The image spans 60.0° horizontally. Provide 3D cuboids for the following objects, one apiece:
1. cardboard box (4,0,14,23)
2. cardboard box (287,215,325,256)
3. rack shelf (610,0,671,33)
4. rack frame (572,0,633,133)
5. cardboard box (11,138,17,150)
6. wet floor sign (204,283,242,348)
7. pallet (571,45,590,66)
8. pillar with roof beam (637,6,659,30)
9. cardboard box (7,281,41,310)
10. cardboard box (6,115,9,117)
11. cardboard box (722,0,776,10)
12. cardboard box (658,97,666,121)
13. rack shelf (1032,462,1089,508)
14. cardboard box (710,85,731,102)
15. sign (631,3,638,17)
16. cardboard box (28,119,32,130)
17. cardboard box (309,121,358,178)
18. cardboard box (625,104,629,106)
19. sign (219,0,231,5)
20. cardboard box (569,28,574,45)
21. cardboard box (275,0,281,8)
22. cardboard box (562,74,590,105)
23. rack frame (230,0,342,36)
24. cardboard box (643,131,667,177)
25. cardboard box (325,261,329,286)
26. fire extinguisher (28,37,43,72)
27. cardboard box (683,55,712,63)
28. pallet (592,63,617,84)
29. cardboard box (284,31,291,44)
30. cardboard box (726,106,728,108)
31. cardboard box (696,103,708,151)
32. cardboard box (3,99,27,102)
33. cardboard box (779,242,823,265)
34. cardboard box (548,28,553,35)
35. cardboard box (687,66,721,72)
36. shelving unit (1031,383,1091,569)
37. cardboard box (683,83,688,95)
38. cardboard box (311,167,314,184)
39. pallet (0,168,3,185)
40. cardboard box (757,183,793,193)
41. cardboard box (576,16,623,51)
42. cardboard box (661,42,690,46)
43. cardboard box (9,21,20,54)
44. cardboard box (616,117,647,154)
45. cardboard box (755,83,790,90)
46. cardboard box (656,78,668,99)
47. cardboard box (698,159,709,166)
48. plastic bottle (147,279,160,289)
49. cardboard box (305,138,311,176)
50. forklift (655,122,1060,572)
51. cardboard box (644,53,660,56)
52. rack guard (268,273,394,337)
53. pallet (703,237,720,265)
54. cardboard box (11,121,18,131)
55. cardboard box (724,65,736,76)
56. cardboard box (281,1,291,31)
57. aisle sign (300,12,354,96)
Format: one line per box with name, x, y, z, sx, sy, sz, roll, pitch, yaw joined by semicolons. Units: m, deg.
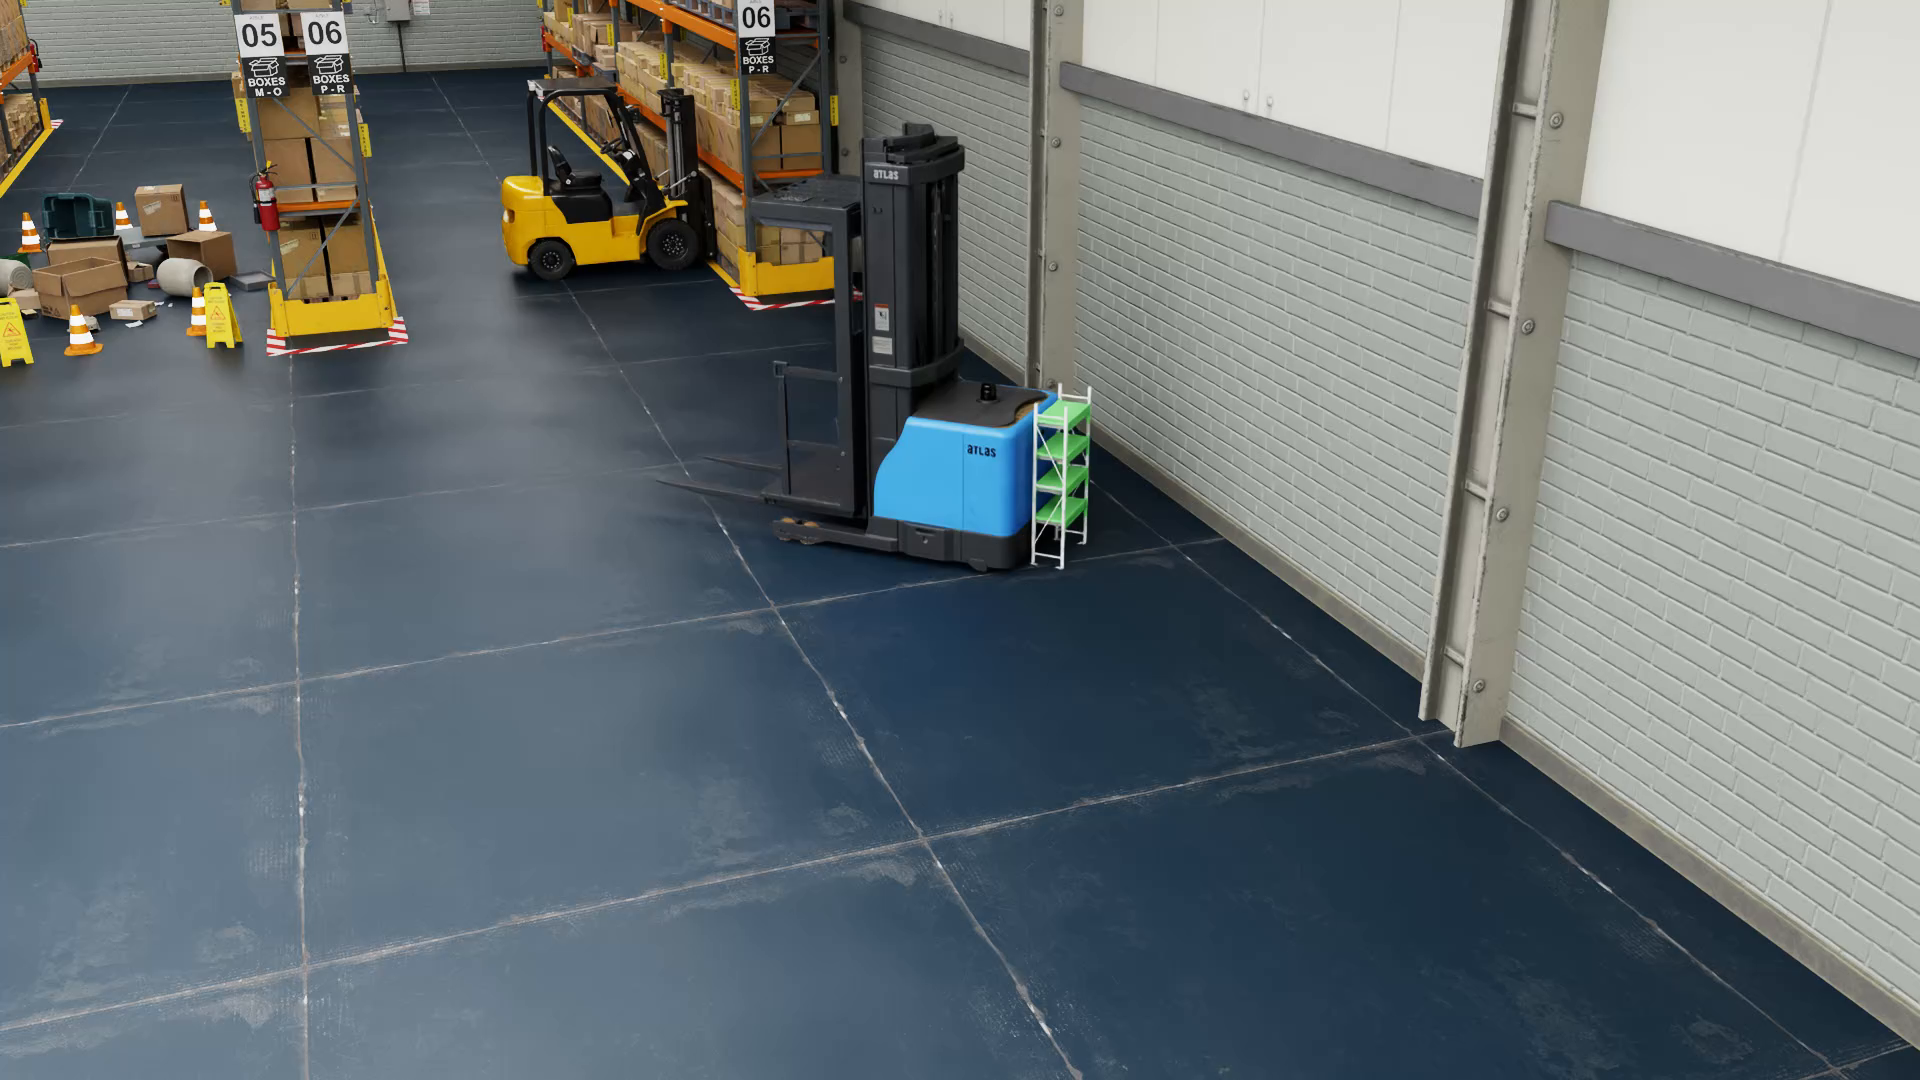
cardboard box;-16.053;-8.832;27.544;0.500;0.500;0.500;-7;24;-16
cardboard box;-7.285;-3.311;18.278;0.500;0.500;0.500;-7;24;-17
rack shelf;-4.048;-7.508;23.265;1.077;0.370;4.000;-8;24;-19
rack frame;-6.168;-8.637;28.880;1.000;3.000;0.127;-8;24;-19
cardboard box;-15.233;-6.295;26.454;0.380;0.149;0.250;-9;25;-21
wet floor sign;-7.505;-2.294;16.862;0.267;0.644;0.232;0;23;-1
pallet;-5.988;-8.243;28.193;1.003;0.211;1.213;-8;24;-19
pillar with roof beam;-9.598;-11.188;27.208;9.100;9.000;0.400;-8;24;-19
cardboard box;-10.249;-2.700;18.315;0.396;0.266;0.258;-4;23;-10
cardboard box;-15.510;-6.740;26.743;0.380;0.149;0.250;-9;24;-20
cardboard box;-2.313;-6.072;18.135;0.500;0.500;0.500;-8;24;-17
cardboard box;-3.764;-5.809;22.362;0.500;0.250;0.500;-8;24;-18
rack shelf;0.718;-0.393;11.802;0.258;0.148;0.480;9;25;21
cardboard box;-2.700;-5.217;19.419;0.380;0.149;0.250;-8;24;-18
sign;-5.650;-9.248;28.839;0.100;0.325;0.005;-8;24;-19
cardboard box;-15.991;-7.050;28.245;0.380;0.149;0.250;-9;25;-21
cardboard box;-6.665;-4.176;17.783;0.500;0.500;0.500;-8;24;-17
cardboard box;-5.343;-6.866;26.520;0.380;0.149;0.250;-9;25;-21
sign;-7.097;-5.316;15.999;0.100;0.325;0.005;-8;24;-19
cardboard box;-6.576;-8.857;29.211;0.500;0.250;0.500;-8;24;-18
cardboard box;-7.022;-5.410;16.658;0.380;0.149;0.250;-8;24;-18
cardboard box;-7.095;-8.375;30.937;0.500;0.500;0.500;-8;24;-18
rack frame;-6.571;-6.359;15.751;1.000;3.000;0.127;-8;24;-19
cardboard box;-4.071;-5.574;24.129;0.875;0.625;0.625;-9;25;-21
cardboard box;-7.284;-2.967;18.427;0.500;0.250;0.500;-8;24;-19
fire extinguisher;-16.476;-8.640;29.466;0.296;0.674;0.183;-8;24;-19
cardboard box;-3.666;-6.703;23.328;0.380;0.149;0.250;-9;24;-19
pallet;-5.060;-7.332;26.031;1.213;0.211;1.003;-8;24;-19
cardboard box;-7.166;-5.241;17.283;0.380;0.149;0.250;-8;24;-19
cardboard box;-2.466;-4.901;19.052;0.380;0.149;0.250;-8;24;-18
cardboard box;-2.892;-5.023;20.177;0.500;0.500;0.500;-8;24;-19
cardboard box;-16.117;-7.410;28.333;0.380;0.149;0.250;-9;25;-21
cardboard box;-1.919;-3.409;19.475;0.500;0.250;0.500;-8;24;-19
cardboard box;-7.721;-9.818;32.005;0.380;0.149;0.250;-9;24;-19
cardboard box;-3.231;-5.882;20.996;0.380;0.149;0.250;-9;24;-20
shelving unit;0.718;-0.452;11.777;0.258;1.200;0.503;9;25;21
cardboard box;-3.246;-5.639;20.803;0.380;0.149;0.250;-8;24;-18
cardboard box;-7.245;-3.960;18.107;0.380;0.149;0.250;-8;24;-18
pallet;-14.694;-5.227;24.380;1.003;0.211;1.213;-8;24;-19
cardboard box;-2.101;-4.046;19.699;0.500;0.250;0.500;-8;24;-19
cardboard box;-6.023;-8.482;27.843;0.700;0.500;0.500;-8;24;-18
cardboard box;-4.253;-7.359;24.883;0.380;0.149;0.250;-8;24;-18
cardboard box;-16.054;-8.377;27.751;0.500;0.500;0.500;-8;24;-19
cardboard box;-5.105;-6.350;26.131;0.500;0.500;0.500;-8;24;-17
cardboard box;-2.205;-5.288;19.588;0.380;0.149;0.250;-8;24;-17
cardboard box;-3.754;-6.035;22.256;0.500;0.250;0.500;-9;24;-20
cardboard box;-3.293;-4.712;21.279;0.500;0.250;0.500;-8;24;-19
plastic bottle;-9.283;-2.968;19.213;0.133;0.061;0.283;-4;23;-10
cardboard box;-7.193;-4.120;17.651;0.500;0.500;0.500;-8;24;-19
forklift;-0.822;-1.490;12.011;3.031;2.935;1.130;10;25;22
cardboard box;-4.270;-6.824;23.614;0.380;0.149;0.250;-8;24;-19
rack guard;-6.598;-2.470;17.467;1.175;0.500;0.348;-8;24;-19
pallet;-2.665;-3.707;20.773;1.003;0.211;1.213;-8;24;-19
cardboard box;-15.695;-6.796;27.260;0.380;0.149;0.250;-7;24;-17
cardboard box;-2.790;-5.947;21.150;0.380;0.149;0.250;-9;24;-19
cardboard box;-7.168;-5.379;17.097;0.500;0.250;0.500;-9;24;-20
aisle sign;-6.259;-4.813;16.459;0.394;0.787;0.004;-8;24;-19
